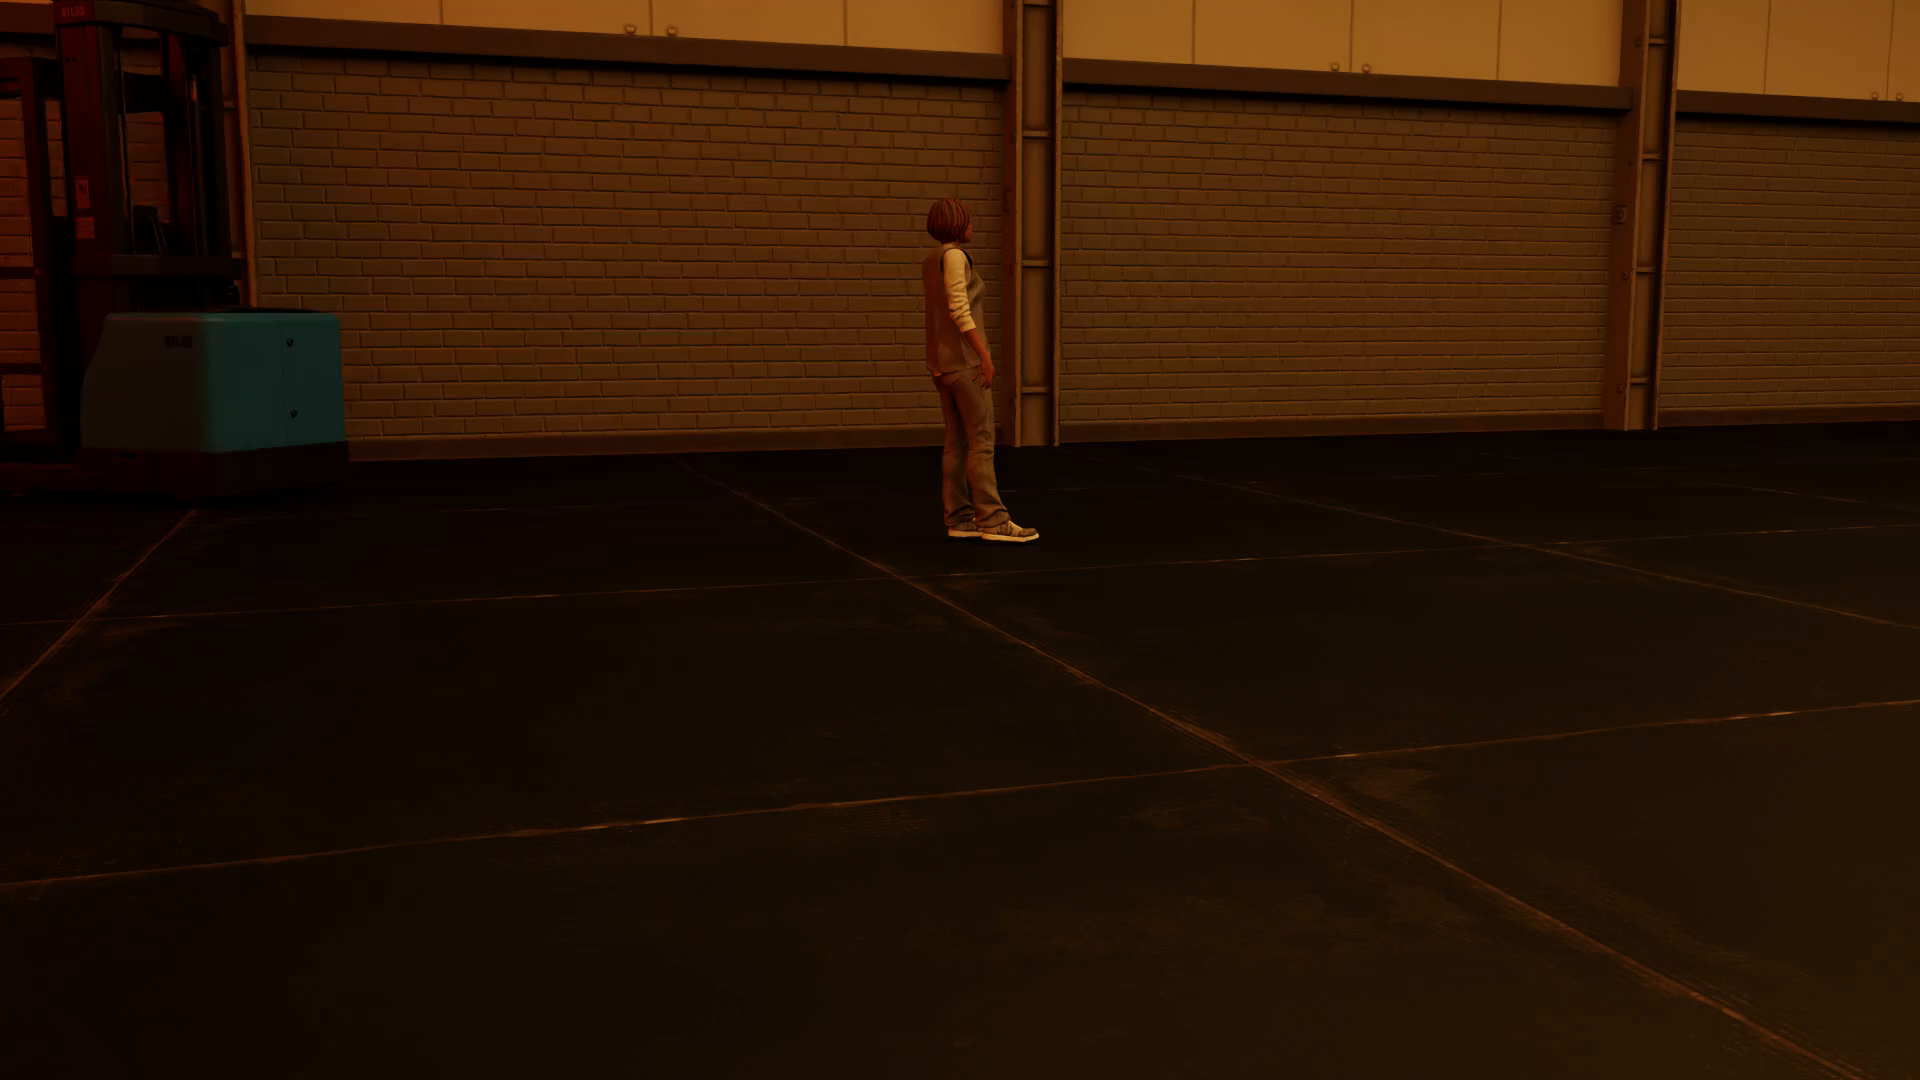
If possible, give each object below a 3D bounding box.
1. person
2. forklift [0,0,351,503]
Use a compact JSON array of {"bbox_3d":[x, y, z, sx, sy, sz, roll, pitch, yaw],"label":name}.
[{"bbox_3d":[0.075,-0.800,7.825,0.473,1.599,0.520,-3,8,-18],"label":"person"},{"bbox_3d":[-5.240,-1.765,10.030,3.031,2.935,1.130,3,8,24],"label":"forklift"}]
